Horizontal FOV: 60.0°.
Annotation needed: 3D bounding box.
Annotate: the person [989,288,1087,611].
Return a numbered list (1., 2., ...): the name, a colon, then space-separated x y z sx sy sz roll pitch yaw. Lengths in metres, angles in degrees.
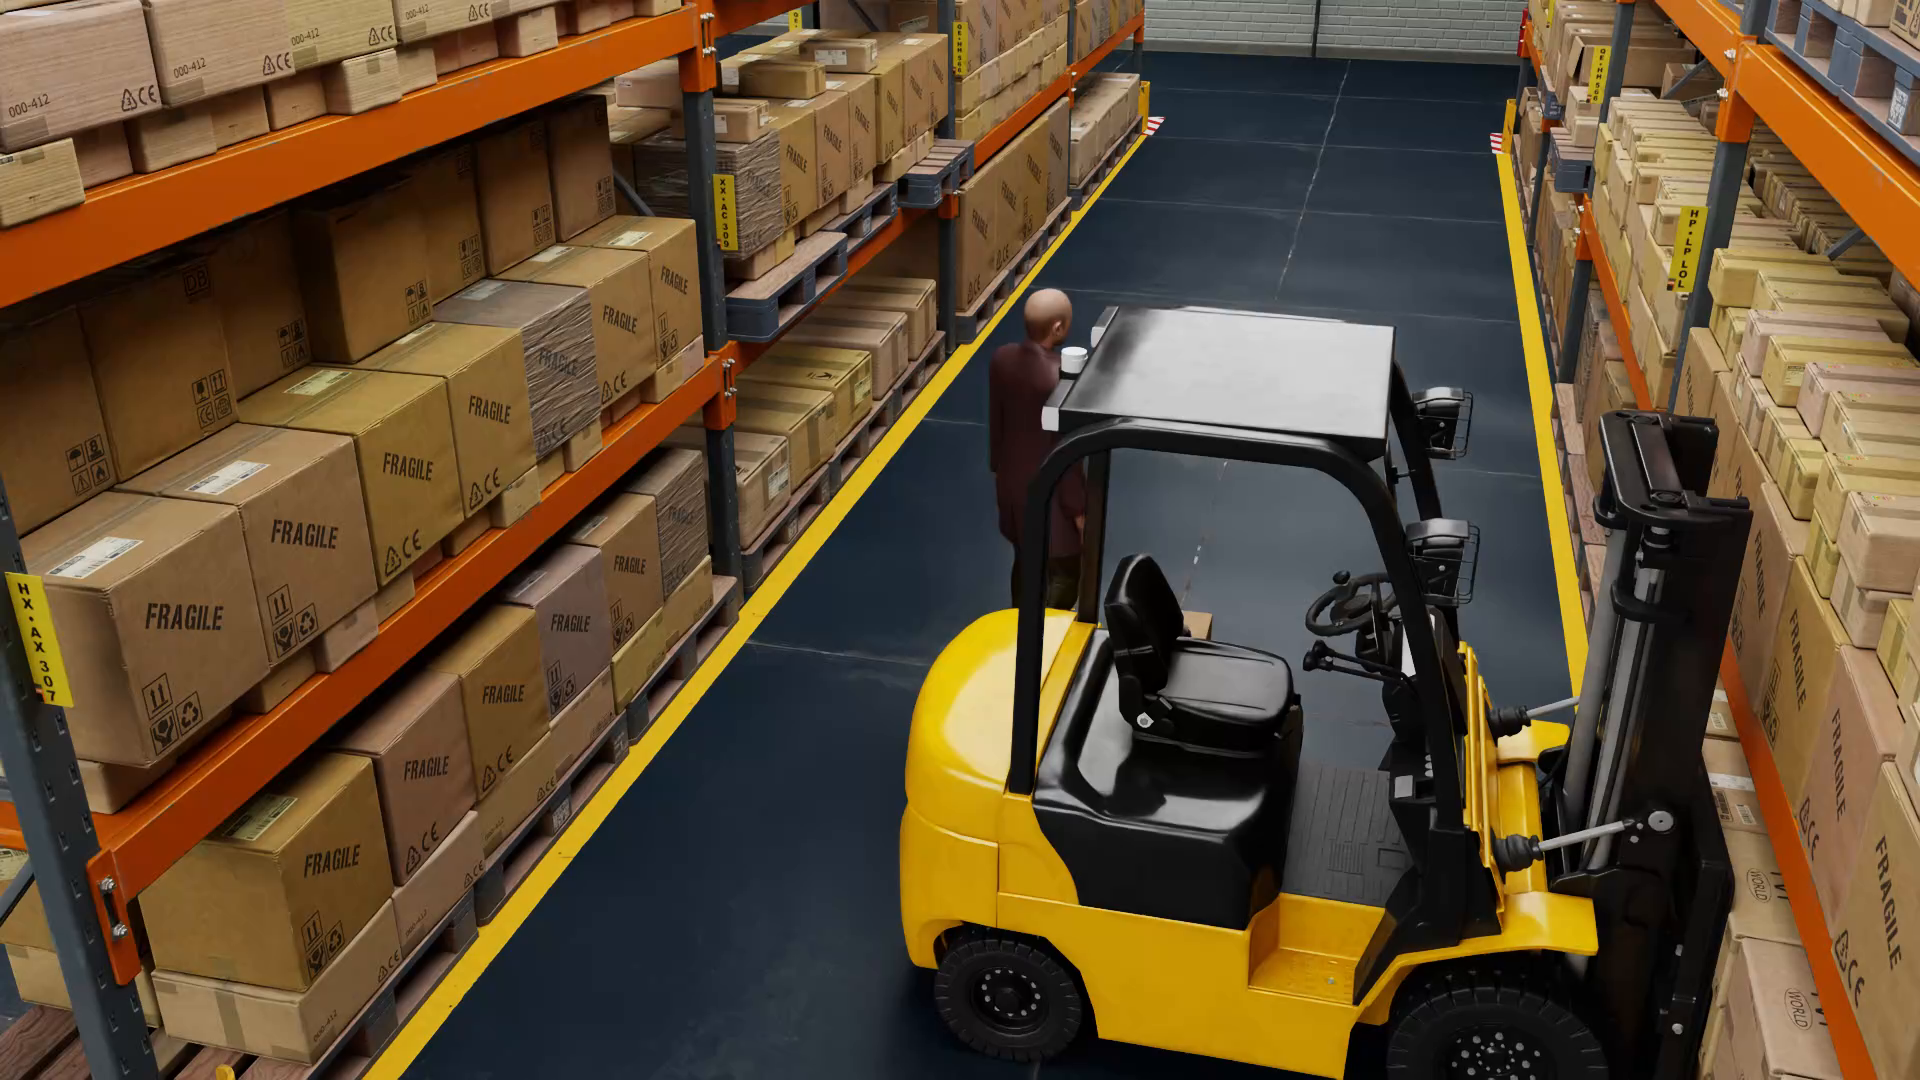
1. person: 0.335 -0.207 7.062 0.705 1.777 0.642 -17 30 -32
